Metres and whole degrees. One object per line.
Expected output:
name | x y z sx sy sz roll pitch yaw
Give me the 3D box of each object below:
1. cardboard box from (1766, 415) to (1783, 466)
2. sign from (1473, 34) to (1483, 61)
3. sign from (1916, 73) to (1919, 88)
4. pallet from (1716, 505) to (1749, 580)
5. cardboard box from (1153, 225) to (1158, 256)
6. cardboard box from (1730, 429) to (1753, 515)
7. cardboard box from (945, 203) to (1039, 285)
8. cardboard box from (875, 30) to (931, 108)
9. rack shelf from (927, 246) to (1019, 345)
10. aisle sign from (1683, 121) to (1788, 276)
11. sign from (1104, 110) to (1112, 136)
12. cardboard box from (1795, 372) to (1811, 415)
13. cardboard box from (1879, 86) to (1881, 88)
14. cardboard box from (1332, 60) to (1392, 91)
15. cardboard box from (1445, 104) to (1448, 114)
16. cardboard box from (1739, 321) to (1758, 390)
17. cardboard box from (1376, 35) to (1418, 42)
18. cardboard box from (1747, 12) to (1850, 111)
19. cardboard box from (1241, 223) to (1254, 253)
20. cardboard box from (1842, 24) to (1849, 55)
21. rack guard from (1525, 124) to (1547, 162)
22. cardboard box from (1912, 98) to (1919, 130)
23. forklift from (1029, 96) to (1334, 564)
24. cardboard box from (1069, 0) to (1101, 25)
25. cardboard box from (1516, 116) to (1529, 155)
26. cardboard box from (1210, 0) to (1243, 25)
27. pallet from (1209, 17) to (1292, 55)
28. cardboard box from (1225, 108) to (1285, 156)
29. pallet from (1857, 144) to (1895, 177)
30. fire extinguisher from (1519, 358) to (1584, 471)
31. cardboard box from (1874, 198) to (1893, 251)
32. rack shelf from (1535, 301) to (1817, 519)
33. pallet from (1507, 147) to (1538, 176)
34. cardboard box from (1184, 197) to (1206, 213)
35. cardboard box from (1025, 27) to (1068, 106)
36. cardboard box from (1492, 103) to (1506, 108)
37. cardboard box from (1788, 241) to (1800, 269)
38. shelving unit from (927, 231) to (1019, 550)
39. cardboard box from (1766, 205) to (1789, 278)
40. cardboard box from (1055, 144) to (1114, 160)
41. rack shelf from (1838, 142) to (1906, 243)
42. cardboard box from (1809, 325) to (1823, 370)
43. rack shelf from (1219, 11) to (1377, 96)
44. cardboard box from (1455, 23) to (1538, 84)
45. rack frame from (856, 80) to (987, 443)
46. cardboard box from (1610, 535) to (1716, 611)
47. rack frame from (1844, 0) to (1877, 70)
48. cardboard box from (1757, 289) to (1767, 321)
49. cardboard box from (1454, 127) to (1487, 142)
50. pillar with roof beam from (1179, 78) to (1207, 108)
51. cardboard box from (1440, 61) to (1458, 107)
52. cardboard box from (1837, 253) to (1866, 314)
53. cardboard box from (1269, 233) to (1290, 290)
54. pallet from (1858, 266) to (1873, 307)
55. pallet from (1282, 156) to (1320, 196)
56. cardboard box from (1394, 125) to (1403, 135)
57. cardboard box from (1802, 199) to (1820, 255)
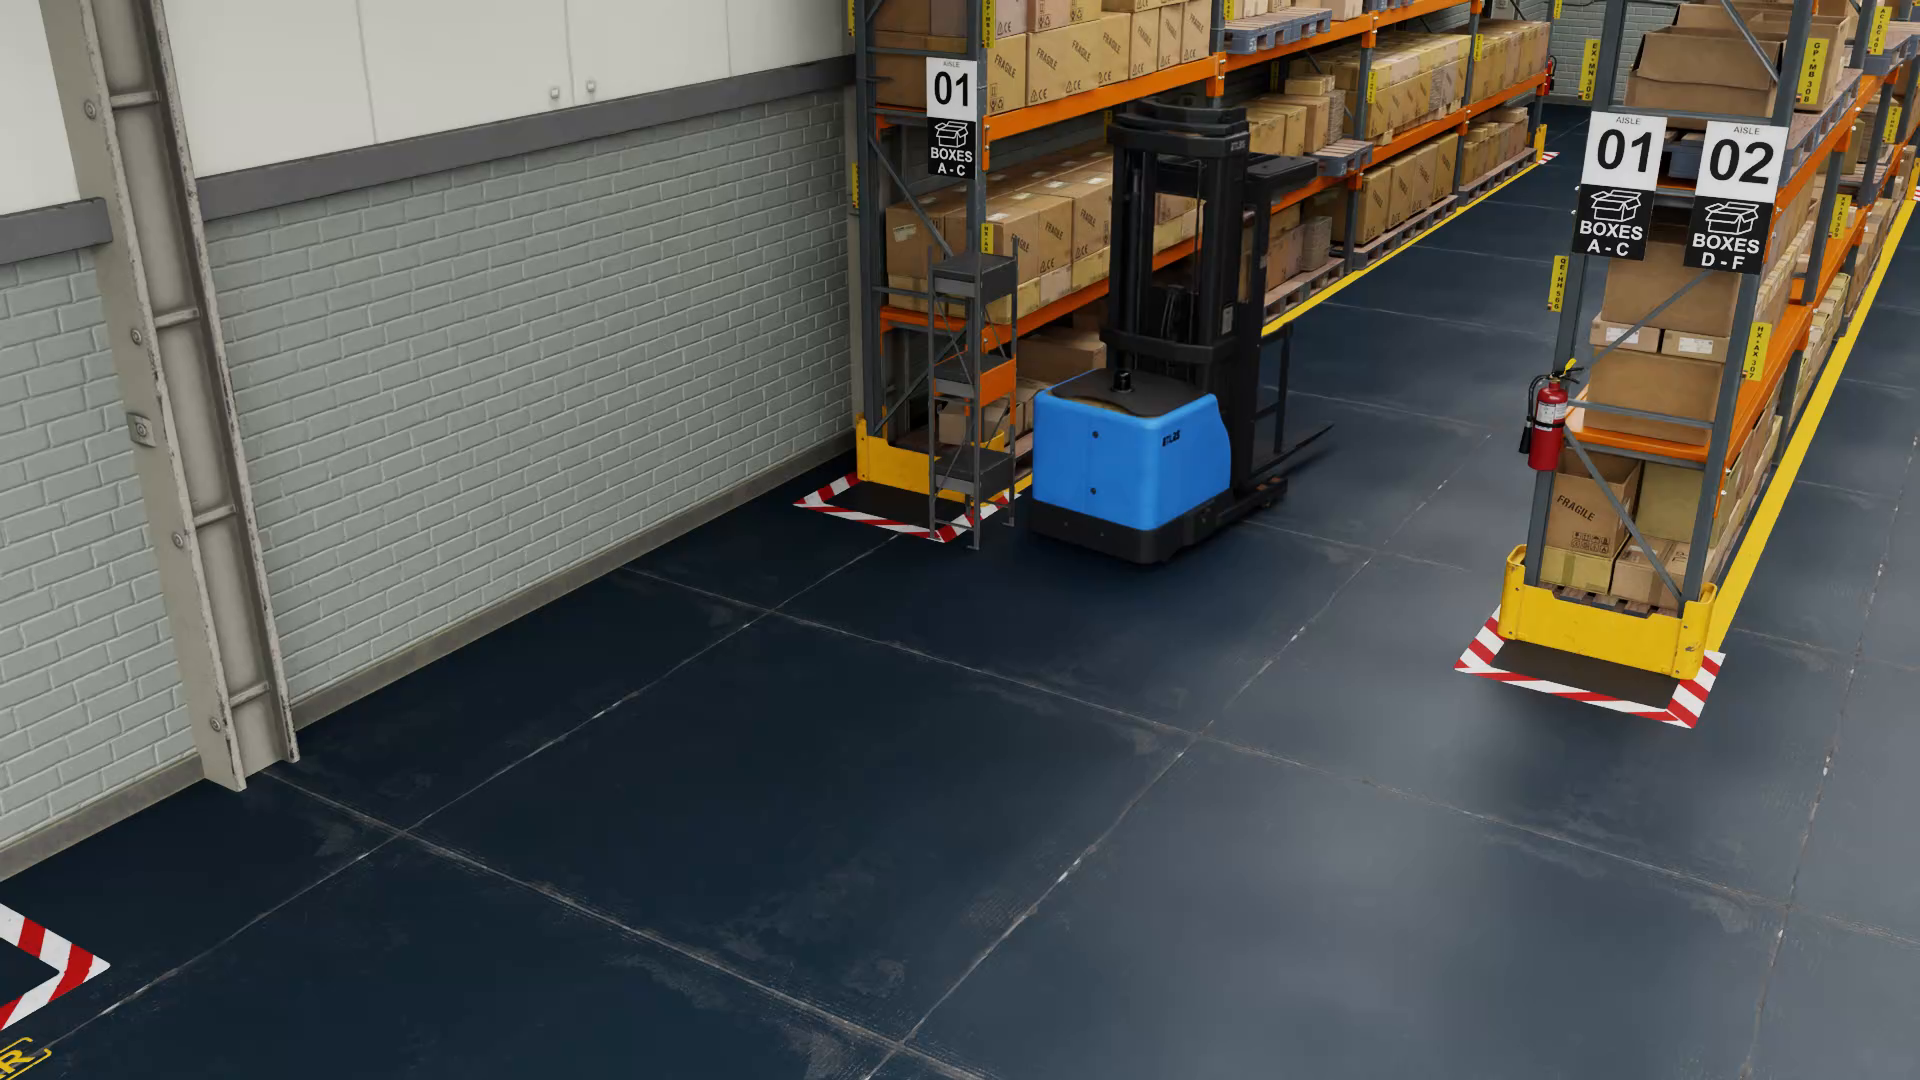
cardboard box | 5.987 -0.806 12.768 0.500 0.250 0.500 14 27 29
sign | 6.521 -6.199 20.935 0.100 0.325 0.005 14 27 29
sign | 10.739 -5.194 18.514 0.100 0.325 0.005 14 27 29
pallet | 4.948 -0.125 11.772 1.003 0.211 1.213 14 27 29
cardboard box | 1.321 -2.492 13.894 0.500 0.250 0.500 14 27 29
cardboard box | 4.923 -0.477 11.065 0.500 0.500 0.500 14 27 29
cardboard box | 0.232 -2.147 12.153 0.500 0.500 0.500 14 27 29
cardboard box | -0.270 -3.390 11.877 0.500 0.500 0.500 16 28 33
rack shelf | 0.088 -1.649 11.189 0.431 0.518 0.480 14 27 29
aisle sign | 4.161 -1.834 8.938 0.394 0.787 0.004 14 27 29
sign | 1.362 -3.761 15.204 0.100 0.325 0.005 14 27 29
cardboard box | 6.740 -1.265 13.828 0.500 0.250 0.500 15 27 30
cardboard box | 9.826 -4.903 18.645 0.700 0.500 0.500 5 24 11
cardboard box | 4.419 -5.109 18.306 0.500 0.250 0.500 15 27 30
cardboard box | 5.829 -5.367 20.662 0.380 0.149 0.250 15 27 31
cardboard box | 4.733 -1.273 10.788 0.700 0.500 0.500 14 27 29
cardboard box | 5.321 -6.071 20.529 0.500 0.250 0.500 14 27 30
cardboard box | 5.044 -2.910 10.090 0.500 0.500 0.500 14 27 29
cardboard box | 2.710 -3.091 16.762 0.500 0.250 0.500 13 27 27
cardboard box | 6.666 -3.970 13.028 0.500 0.250 0.500 11 26 24
rack guard | 8.178 -6.025 25.039 1.175 0.500 0.348 14 27 29
cardboard box | 11.033 -5.112 19.656 0.500 0.500 0.500 14 27 30
forklift | 1.803 -1.699 11.985 1.130 2.935 3.031 18 29 35
cardboard box | 0.703 -4.068 12.185 0.500 0.500 0.500 15 27 30
cardboard box | 7.881 -5.953 24.342 0.700 0.500 0.500 14 27 29
cardboard box | 2.192 -4.897 14.856 0.500 0.500 0.500 18 30 36
pallet | 2.251 -4.590 15.039 1.213 0.211 1.003 14 27 29
cardboard box | 2.754 -3.942 16.401 0.700 0.500 0.500 18 29 36
pallet | 9.178 -3.997 17.448 1.003 0.211 1.213 14 27 29
fire extinguisher | 3.479 -0.749 9.802 0.296 0.674 0.183 14 27 29
cardboard box | 10.249 -3.606 18.896 0.500 0.500 0.500 14 27 29
rack shelf | 4.991 -1.072 11.356 1.077 0.370 4.000 14 27 29
pallet | 7.810 -5.598 24.416 1.003 0.211 1.213 14 27 29
cardboard box | 1.849 -3.174 14.526 0.500 0.500 0.500 14 27 29
cardboard box | 0.428 -3.430 11.971 0.500 0.500 0.500 16 28 32
cardboard box | 7.777 -6.334 24.408 0.380 0.149 0.250 14 27 29
cardboard box | 5.678 -2.023 11.706 0.380 0.149 0.250 14 27 29
shelving unit | 0.088 -1.019 11.462 0.431 2.100 0.503 14 27 29
cardboard box | 5.023 -2.059 10.972 0.700 0.500 0.500 14 27 29
cardboard box | 1.134 -3.110 14.378 0.500 0.500 0.500 14 27 29
rack shelf | 9.211 -3.772 17.593 1.077 0.370 4.000 14 27 29
cardboard box | 7.016 -1.696 14.118 0.500 0.311 0.500 13 27 27
rack shelf | 2.890 -4.836 16.274 1.077 0.370 4.000 14 27 29
cardboard box | 7.530 -6.880 23.489 0.980 0.700 0.700 14 27 29
rack frame | -0.275 -1.764 12.049 1.000 3.000 0.127 14 27 29
cardboard box | 4.408 0.208 10.427 0.500 0.250 0.500 14 27 29
rack frame | 6.046 -4.830 11.581 1.000 3.000 0.127 14 27 29
cardboard box | 4.869 -1.507 10.513 0.380 0.149 0.250 13 27 27
cardboard box | 6.872 -5.466 22.401 0.380 0.149 0.250 15 28 31
pillar with roof beam | 6.182 -6.058 14.416 9.100 9.000 0.400 14 27 29
cardboard box | 5.765 -5.623 20.437 0.500 0.500 0.500 14 27 29
cardboard box | 8.639 -2.576 16.517 0.500 0.500 0.500 15 28 31
cardboard box | 3.001 -2.942 17.362 0.700 0.500 0.500 14 27 29
pallet | 9.226 -2.802 17.956 1.003 0.211 1.213 14 27 29
pallet | 2.936 -3.699 16.761 1.003 0.211 1.213 14 27 29
cardboard box | 4.971 -4.861 19.493 0.380 0.149 0.250 14 27 30
cardboard box | 6.743 -2.557 13.754 0.500 0.500 0.500 16 28 33
